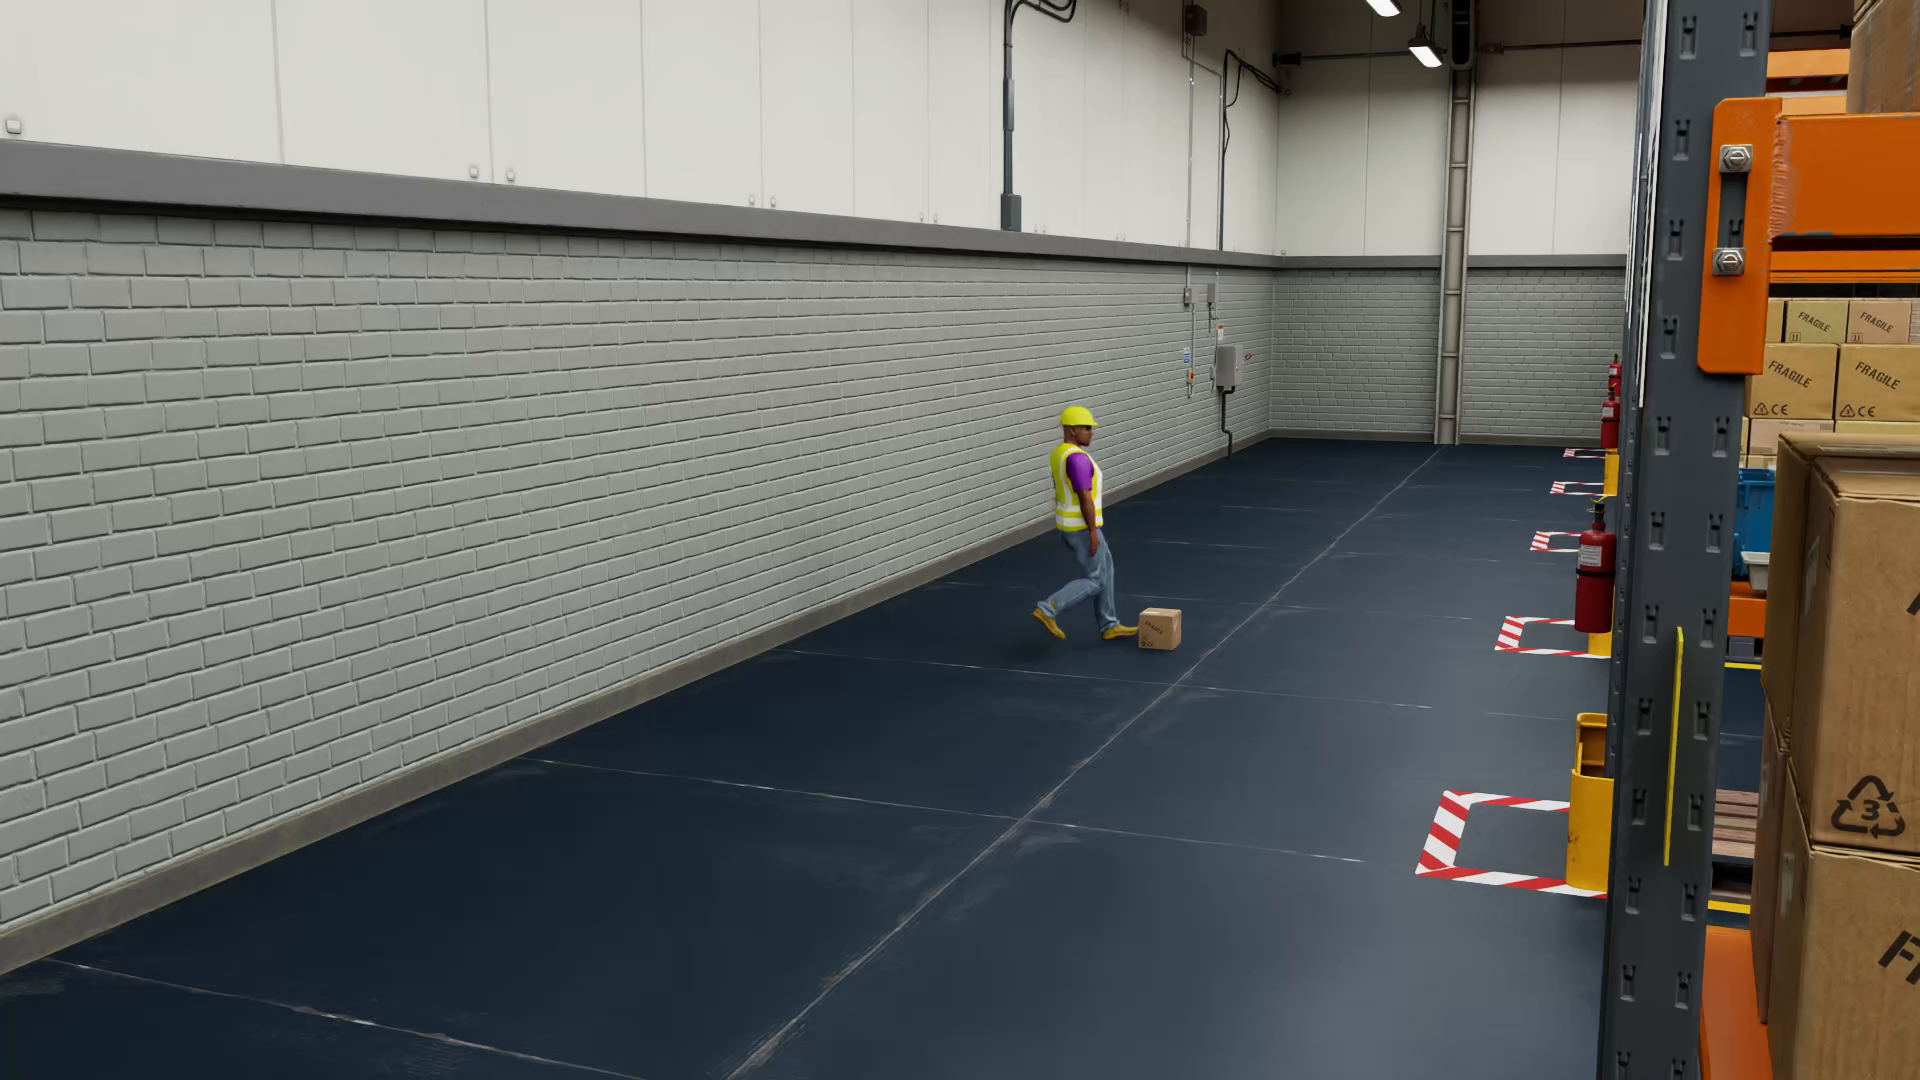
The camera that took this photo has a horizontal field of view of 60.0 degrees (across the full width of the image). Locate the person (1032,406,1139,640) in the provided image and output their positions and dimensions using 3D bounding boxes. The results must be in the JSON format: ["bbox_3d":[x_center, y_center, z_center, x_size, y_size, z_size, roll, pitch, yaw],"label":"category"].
[{"bbox_3d":[0.920,-0.103,12.030,0.890,1.727,0.596,-2,9,-11],"label":"person"}]
